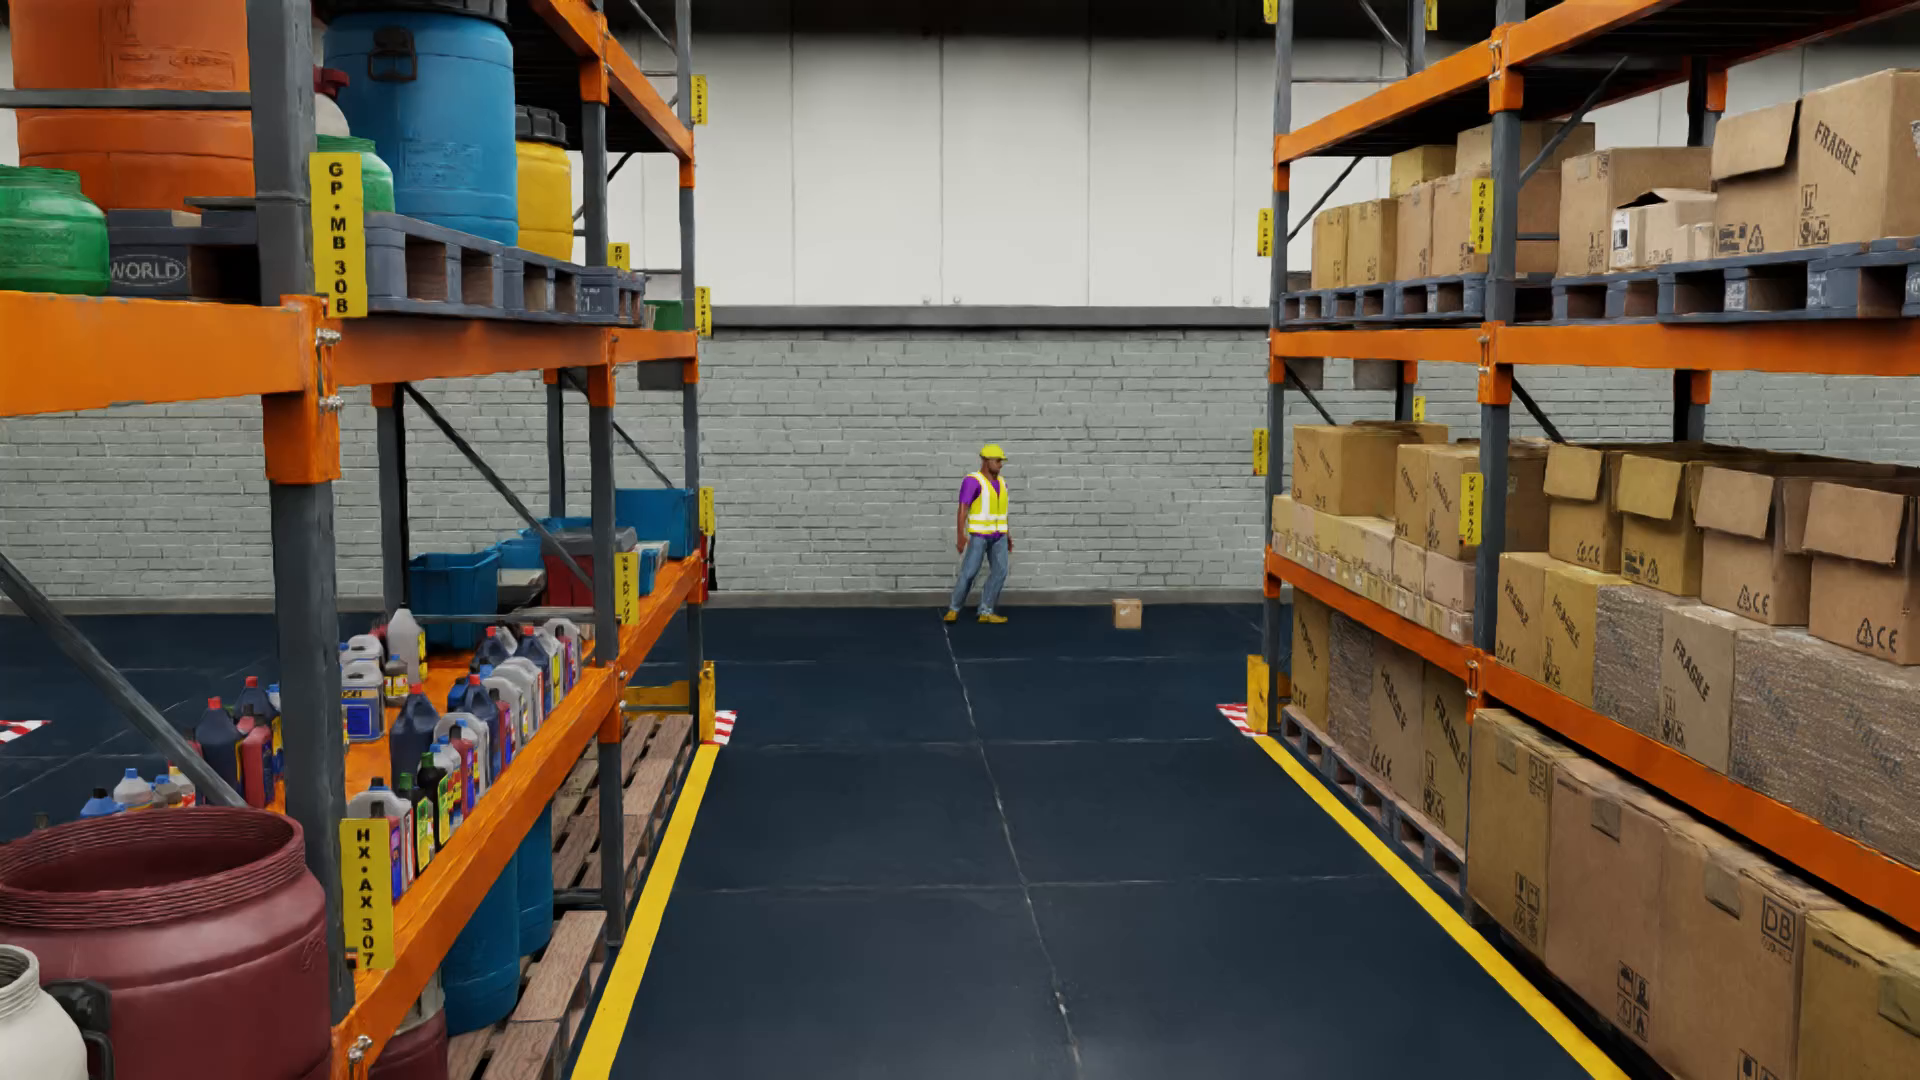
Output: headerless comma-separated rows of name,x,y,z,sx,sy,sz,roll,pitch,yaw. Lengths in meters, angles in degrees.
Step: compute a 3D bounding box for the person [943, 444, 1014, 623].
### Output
person,0.172,-0.061,16.222,0.716,1.747,0.508,-6,9,-40
